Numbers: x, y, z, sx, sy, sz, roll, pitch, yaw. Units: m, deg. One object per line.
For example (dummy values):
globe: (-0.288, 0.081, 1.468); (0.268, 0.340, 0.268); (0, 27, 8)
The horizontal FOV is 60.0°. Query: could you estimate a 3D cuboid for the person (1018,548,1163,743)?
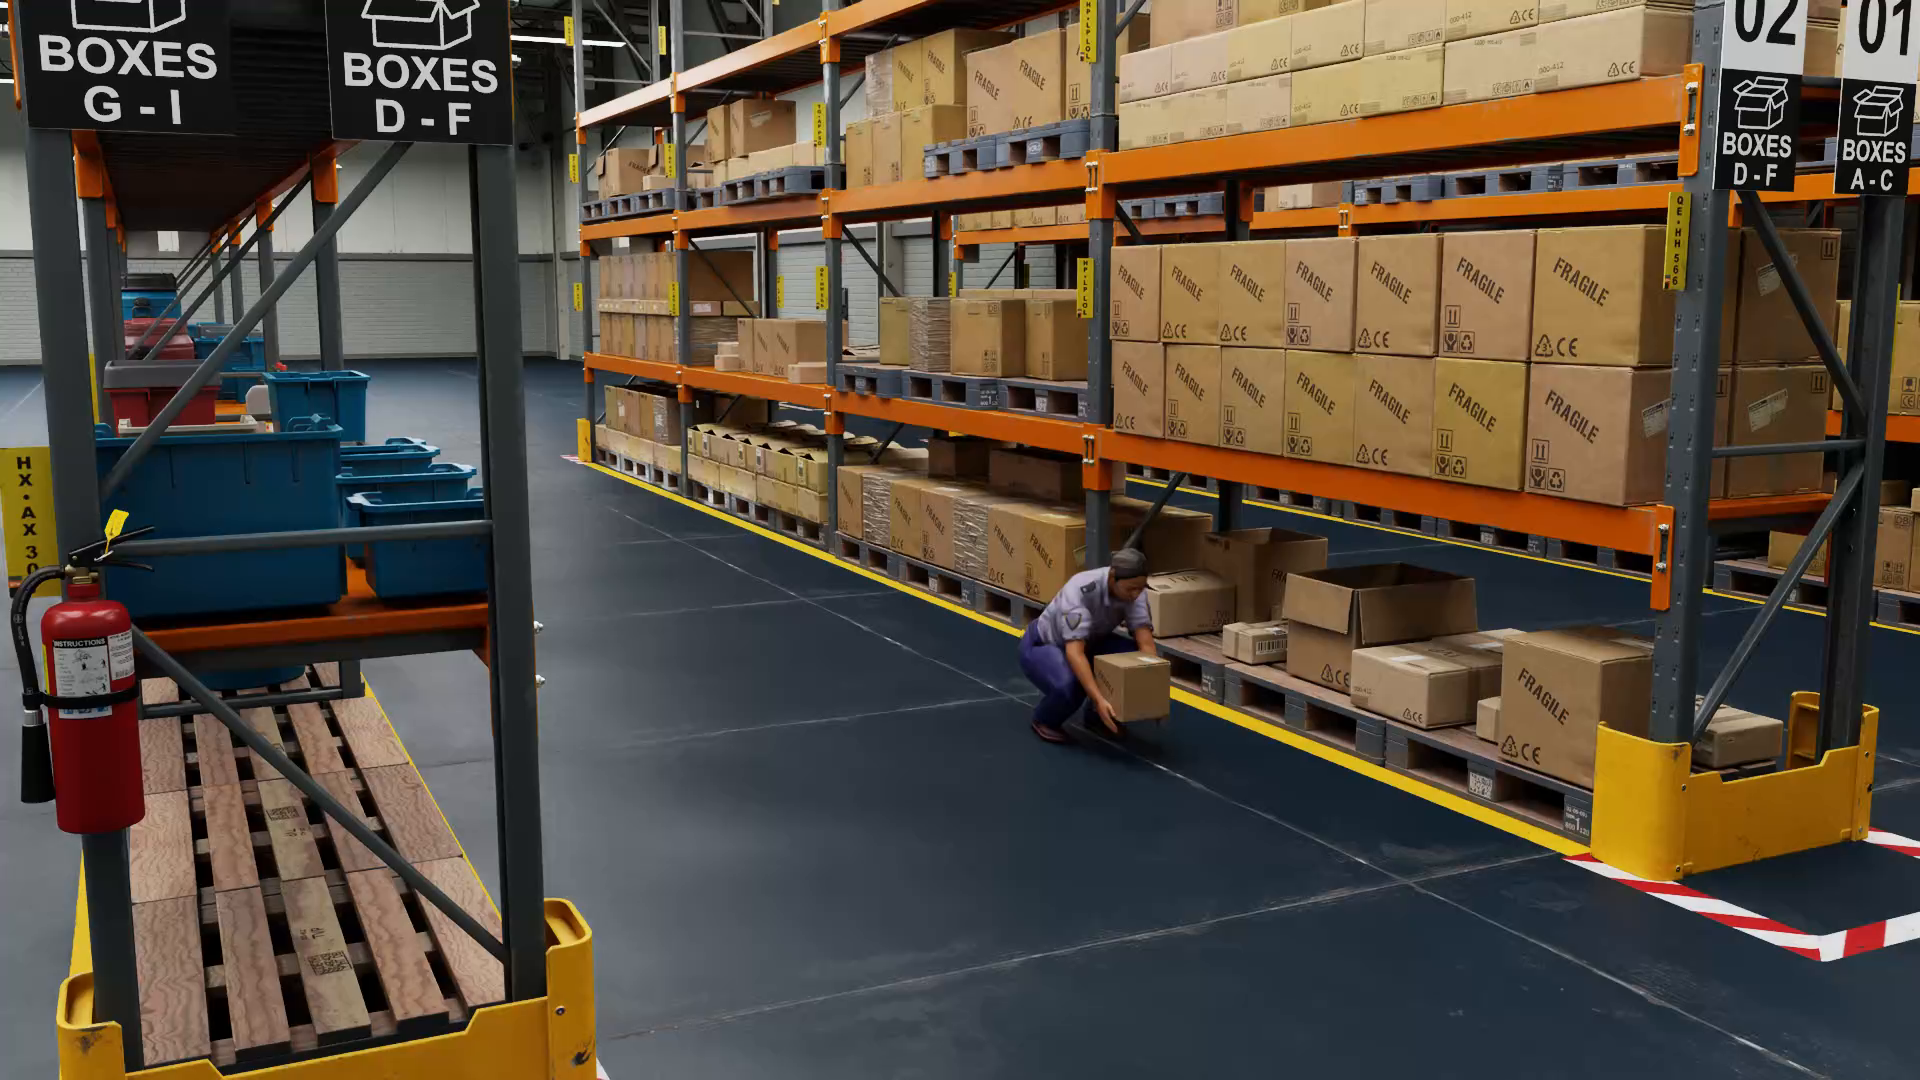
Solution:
person: (0.632, 0.482, 7.640); (0.504, 0.940, 0.740); (-4, 10, -27)
